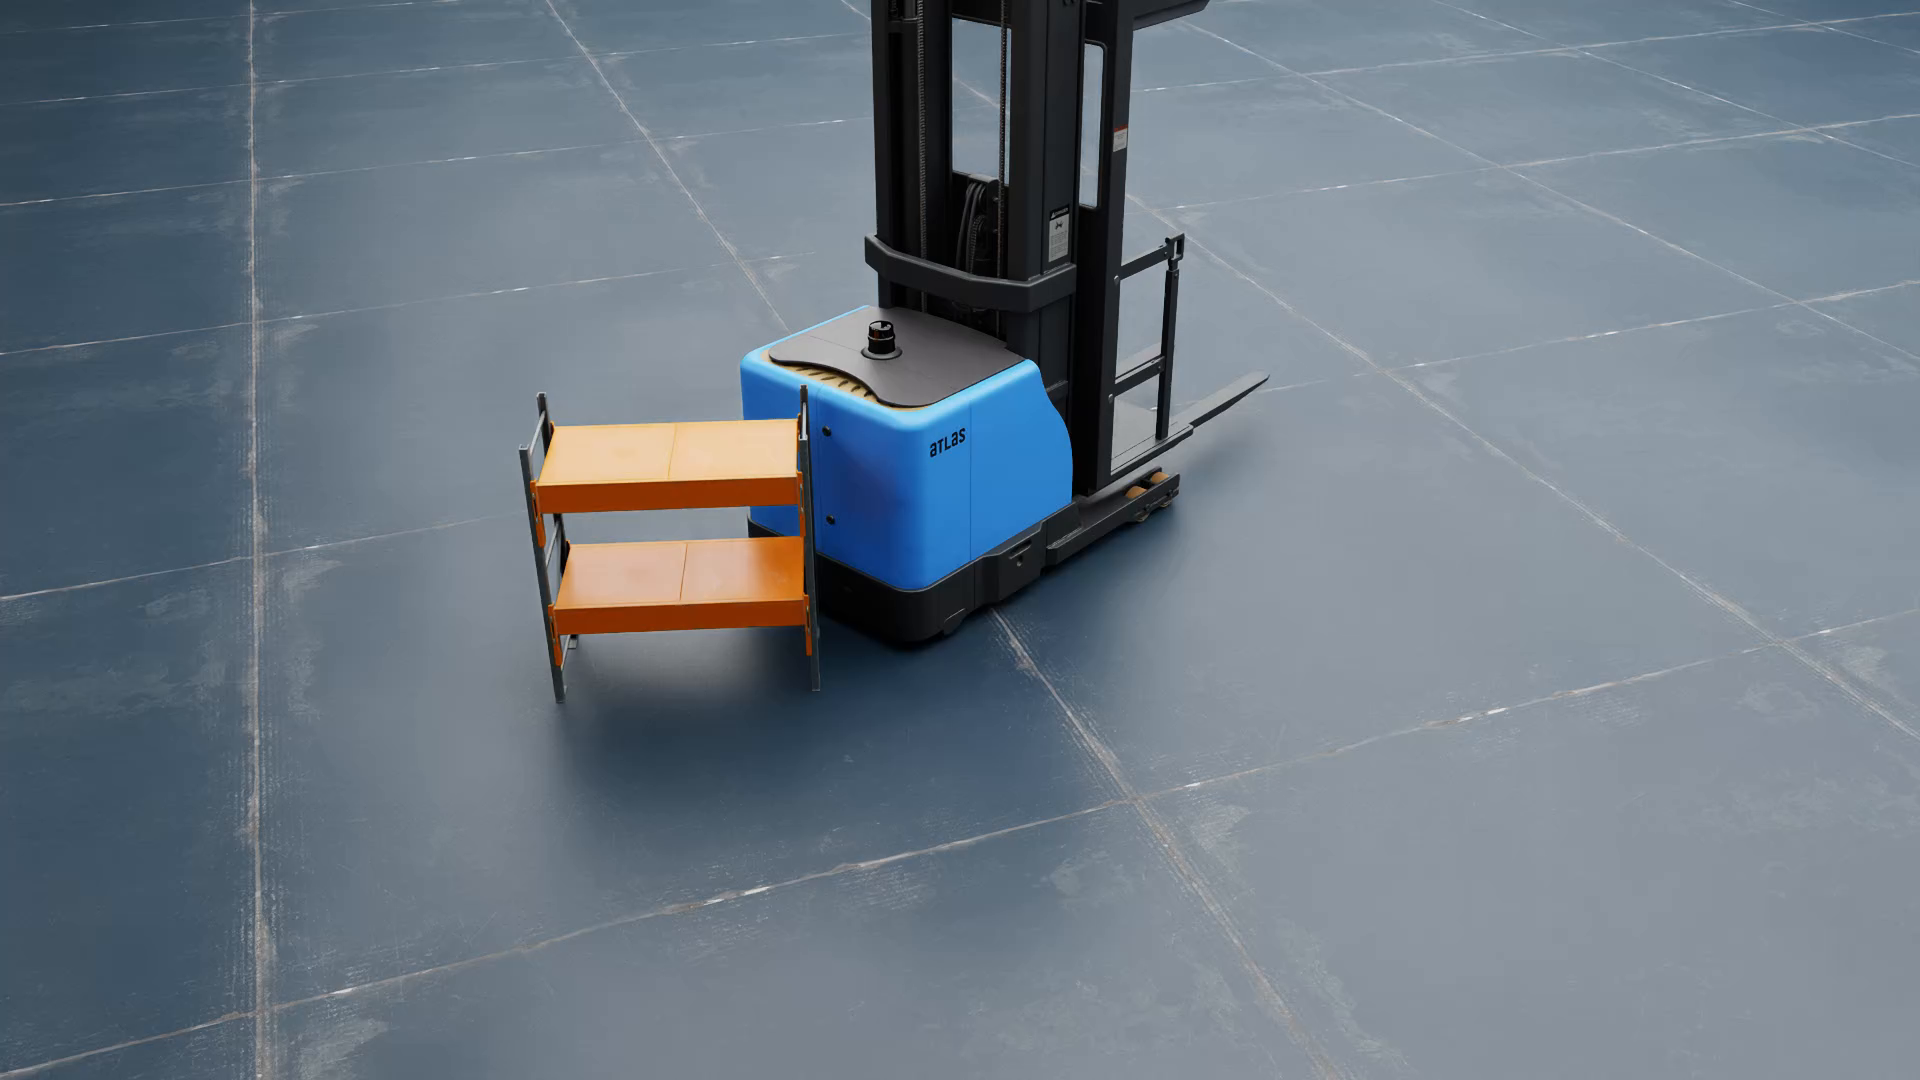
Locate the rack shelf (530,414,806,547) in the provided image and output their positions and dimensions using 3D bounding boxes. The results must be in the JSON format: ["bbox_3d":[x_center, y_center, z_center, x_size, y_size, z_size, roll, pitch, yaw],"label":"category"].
[{"bbox_3d":[-1.104,-0.238,6.440,1.000,0.278,0.538,-2,30,-4],"label":"rack shelf"}]

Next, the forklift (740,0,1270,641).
[{"bbox_3d":[0.408,-1.506,7.433,1.130,2.935,3.031,23,37,35],"label":"forklift"}]

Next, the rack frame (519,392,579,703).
[{"bbox_3d":[-1.611,0.035,6.552,0.032,1.125,0.500,-2,30,-4],"label":"rack frame"}]

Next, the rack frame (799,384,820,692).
[{"bbox_3d":[-0.598,-0.003,6.619,0.032,1.125,0.500,-2,30,-4],"label":"rack frame"}]

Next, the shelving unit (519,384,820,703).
[{"bbox_3d":[-1.104,0.016,6.585,1.048,1.125,0.538,-2,30,-4],"label":"shelving unit"}]

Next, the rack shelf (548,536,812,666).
[{"bbox_3d":[-1.104,0.229,6.706,1.000,0.278,0.538,-2,30,-4],"label":"rack shelf"}]
